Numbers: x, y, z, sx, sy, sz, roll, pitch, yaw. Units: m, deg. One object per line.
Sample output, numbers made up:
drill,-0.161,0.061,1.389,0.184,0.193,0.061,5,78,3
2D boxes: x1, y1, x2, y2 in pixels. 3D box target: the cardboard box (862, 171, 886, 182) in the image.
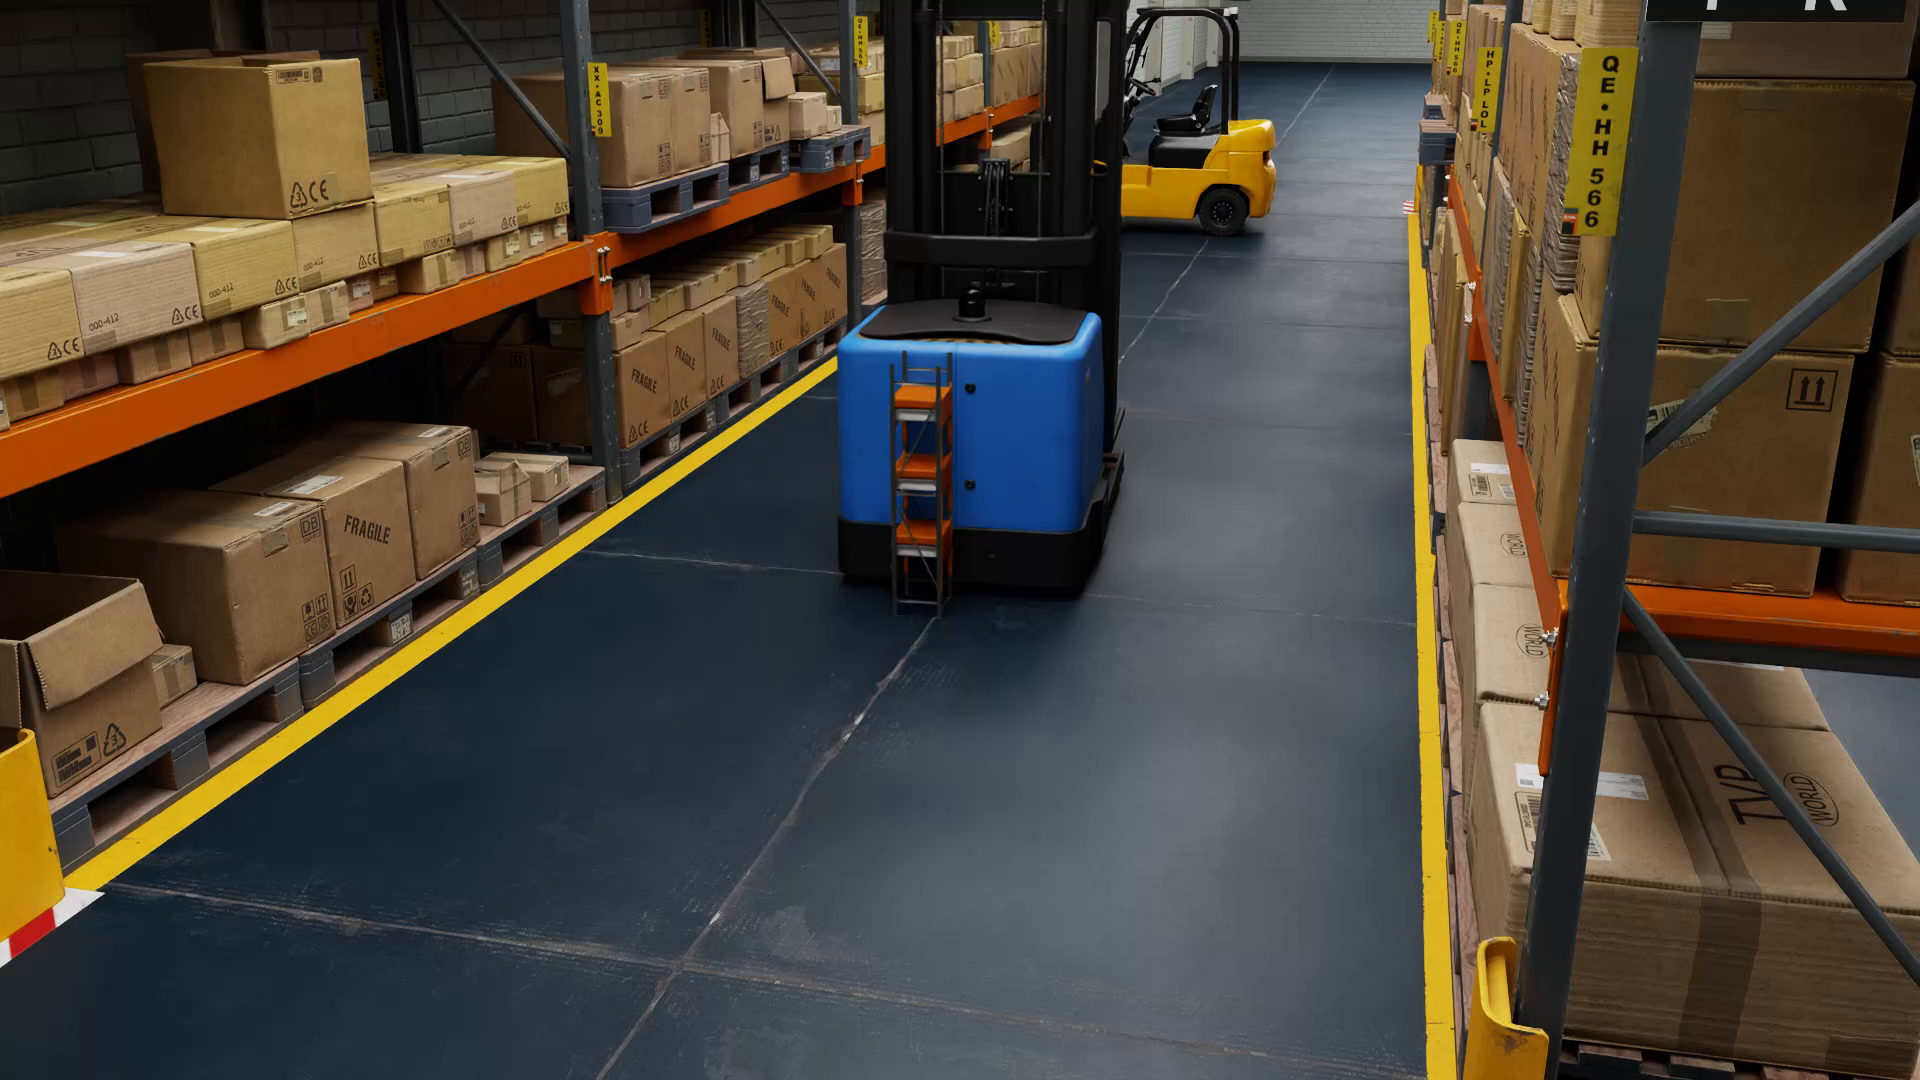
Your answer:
cardboard box,-0.537,-2.816,14.315,0.875,0.625,0.625,4,19,13

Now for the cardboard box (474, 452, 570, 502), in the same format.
cardboard box,-2.029,-0.292,7.663,0.380,0.149,0.250,4,19,12

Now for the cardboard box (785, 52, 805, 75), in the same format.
cardboard box,-1.317,-3.366,11.744,0.380,0.149,0.250,5,20,15

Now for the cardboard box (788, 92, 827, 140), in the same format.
cardboard box,-1.144,-2.666,10.433,0.500,0.250,0.500,4,19,11

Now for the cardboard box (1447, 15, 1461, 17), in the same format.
cardboard box,4.077,-3.862,13.090,0.500,0.500,0.500,5,19,14

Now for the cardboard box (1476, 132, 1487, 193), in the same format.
cardboard box,2.623,-1.730,7.570,0.500,0.250,0.500,5,20,15

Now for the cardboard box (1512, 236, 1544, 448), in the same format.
cardboard box,1.774,-0.533,4.454,0.500,0.500,0.500,5,20,15

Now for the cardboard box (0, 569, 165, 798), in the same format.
cardboard box,-2.914,0.412,5.054,0.797,0.503,0.637,4,19,11

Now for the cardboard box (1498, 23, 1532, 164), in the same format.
cardboard box,2.285,-1.640,6.146,0.500,0.500,0.500,5,19,14

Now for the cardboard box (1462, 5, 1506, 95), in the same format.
cardboard box,3.256,-2.888,9.802,0.500,0.500,0.500,4,19,12

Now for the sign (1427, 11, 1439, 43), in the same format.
sign,5.042,-5.463,17.702,0.100,0.325,0.005,5,19,13

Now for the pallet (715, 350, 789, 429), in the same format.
pallet,-1.719,-0.962,10.178,1.003,0.211,1.213,5,19,13

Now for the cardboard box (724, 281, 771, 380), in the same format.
cardboard box,-1.462,-1.276,10.000,0.500,0.500,0.500,4,19,11

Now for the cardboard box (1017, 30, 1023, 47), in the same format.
cardboard box,0.406,-4.900,16.234,0.380,0.149,0.250,4,19,13

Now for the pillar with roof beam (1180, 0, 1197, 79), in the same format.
pillar with roof beam,9.749,-15.276,38.489,9.100,9.000,0.400,5,19,13

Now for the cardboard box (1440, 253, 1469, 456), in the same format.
cardboard box,2.924,-0.927,8.399,0.875,0.875,0.875,5,20,15

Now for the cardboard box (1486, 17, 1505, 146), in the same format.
cardboard box,2.502,-1.930,6.995,0.500,0.500,0.500,5,20,15

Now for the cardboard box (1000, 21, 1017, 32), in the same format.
cardboard box,0.335,-4.962,15.955,0.380,0.149,0.250,5,20,15

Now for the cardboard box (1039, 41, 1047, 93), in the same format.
cardboard box,0.628,-4.951,17.388,0.500,0.500,0.500,4,19,12

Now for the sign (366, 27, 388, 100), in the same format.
sign,-2.717,-2.231,7.787,0.100,0.325,0.005,5,19,13

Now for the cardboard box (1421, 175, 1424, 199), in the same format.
cardboard box,5.103,-3.677,17.417,0.500,0.250,0.500,4,19,13

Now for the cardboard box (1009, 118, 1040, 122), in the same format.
cardboard box,0.825,-4.443,18.111,0.500,0.250,0.500,5,19,14

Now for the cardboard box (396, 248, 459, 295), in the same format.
cardboard box,-2.219,-1.073,6.576,0.380,0.149,0.250,4,19,13

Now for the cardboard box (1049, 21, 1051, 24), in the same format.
cardboard box,0.803,-5.604,17.835,0.380,0.149,0.250,5,20,15

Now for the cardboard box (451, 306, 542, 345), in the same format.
cardboard box,-2.367,-1.101,8.485,0.380,0.149,0.250,4,19,11

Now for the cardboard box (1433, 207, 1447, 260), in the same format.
cardboard box,4.465,-2.548,13.921,0.950,0.372,0.625,5,19,14

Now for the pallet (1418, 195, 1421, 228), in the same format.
pallet,5.317,-3.415,17.361,1.003,0.211,1.213,5,19,13

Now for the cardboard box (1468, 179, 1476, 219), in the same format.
cardboard box,2.769,-1.655,8.125,0.500,0.250,0.500,4,19,12

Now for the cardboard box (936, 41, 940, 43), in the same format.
cardboard box,-0.375,-3.975,13.525,0.380,0.149,0.250,5,19,14

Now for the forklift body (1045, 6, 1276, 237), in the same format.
forklift body,2.060,-4.261,16.836,2.313,2.155,1.214,5,19,13

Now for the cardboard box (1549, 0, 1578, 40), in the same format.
cardboard box,1.917,-1.523,4.800,0.380,0.149,0.250,5,19,14

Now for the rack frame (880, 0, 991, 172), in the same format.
rack frame,-0.223,-4.148,15.191,1.000,3.000,0.127,5,19,13

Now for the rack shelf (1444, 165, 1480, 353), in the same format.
rack shelf,3.125,-1.536,8.657,1.077,0.370,4.000,5,19,13

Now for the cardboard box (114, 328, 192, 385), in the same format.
cardboard box,-2.640,-0.592,5.169,0.380,0.149,0.250,5,20,15

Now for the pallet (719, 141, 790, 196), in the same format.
pallet,-1.671,-2.193,9.765,1.003,0.211,1.213,5,19,13

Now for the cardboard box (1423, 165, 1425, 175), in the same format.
cardboard box,5.098,-4.025,17.274,0.500,0.500,0.500,4,19,12

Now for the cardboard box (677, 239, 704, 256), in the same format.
cardboard box,-1.860,-1.835,10.632,0.380,0.149,0.250,4,19,11

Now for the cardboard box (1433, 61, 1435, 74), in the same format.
cardboard box,5.060,-4.910,16.806,0.500,0.500,0.500,5,20,15

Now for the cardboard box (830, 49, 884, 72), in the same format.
cardboard box,-0.735,-3.491,12.110,0.380,0.149,0.250,5,20,15

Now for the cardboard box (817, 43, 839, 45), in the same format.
cardboard box,-0.961,-3.849,13.158,0.380,0.149,0.250,5,20,15

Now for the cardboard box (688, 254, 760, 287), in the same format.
cardboard box,-1.427,-1.629,10.029,0.380,0.149,0.250,4,19,11

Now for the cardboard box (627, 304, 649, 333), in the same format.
cardboard box,-1.839,-1.147,8.620,0.380,0.149,0.250,4,19,12

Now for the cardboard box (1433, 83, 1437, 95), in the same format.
cardboard box,4.987,-4.569,16.812,0.380,0.149,0.250,5,19,14

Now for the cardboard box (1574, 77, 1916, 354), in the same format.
cardboard box,1.546,-0.686,3.354,0.500,0.500,0.500,5,20,15

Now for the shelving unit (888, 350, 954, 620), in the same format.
shelving unit,-0.153,-0.218,6.700,0.215,1.050,0.252,3,19,9

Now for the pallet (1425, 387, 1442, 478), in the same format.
pallet,3.048,-0.561,9.004,1.003,0.211,1.213,5,19,13

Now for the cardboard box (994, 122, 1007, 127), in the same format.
cardboard box,0.202,-4.324,17.763,0.500,0.250,0.500,5,19,13

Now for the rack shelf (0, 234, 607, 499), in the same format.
rack shelf,-2.666,-0.673,6.130,1.077,0.370,4.000,5,19,13

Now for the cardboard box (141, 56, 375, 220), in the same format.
cardboard box,-2.417,-1.402,5.764,0.500,0.500,0.500,5,20,15

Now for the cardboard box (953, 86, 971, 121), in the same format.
cardboard box,-0.210,-3.740,14.229,0.500,0.250,0.500,5,19,13

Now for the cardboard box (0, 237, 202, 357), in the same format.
cardboard box,-2.660,-0.735,4.972,0.500,0.250,0.500,5,19,14

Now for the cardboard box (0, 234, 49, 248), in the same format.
cardboard box,-3.173,-0.783,5.111,0.500,0.250,0.500,5,19,14

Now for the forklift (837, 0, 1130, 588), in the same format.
forklift,0.241,-1.625,7.911,1.130,2.935,3.031,3,19,9

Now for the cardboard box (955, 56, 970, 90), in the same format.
cardboard box,-0.214,-3.978,14.151,0.500,0.250,0.500,4,19,12
